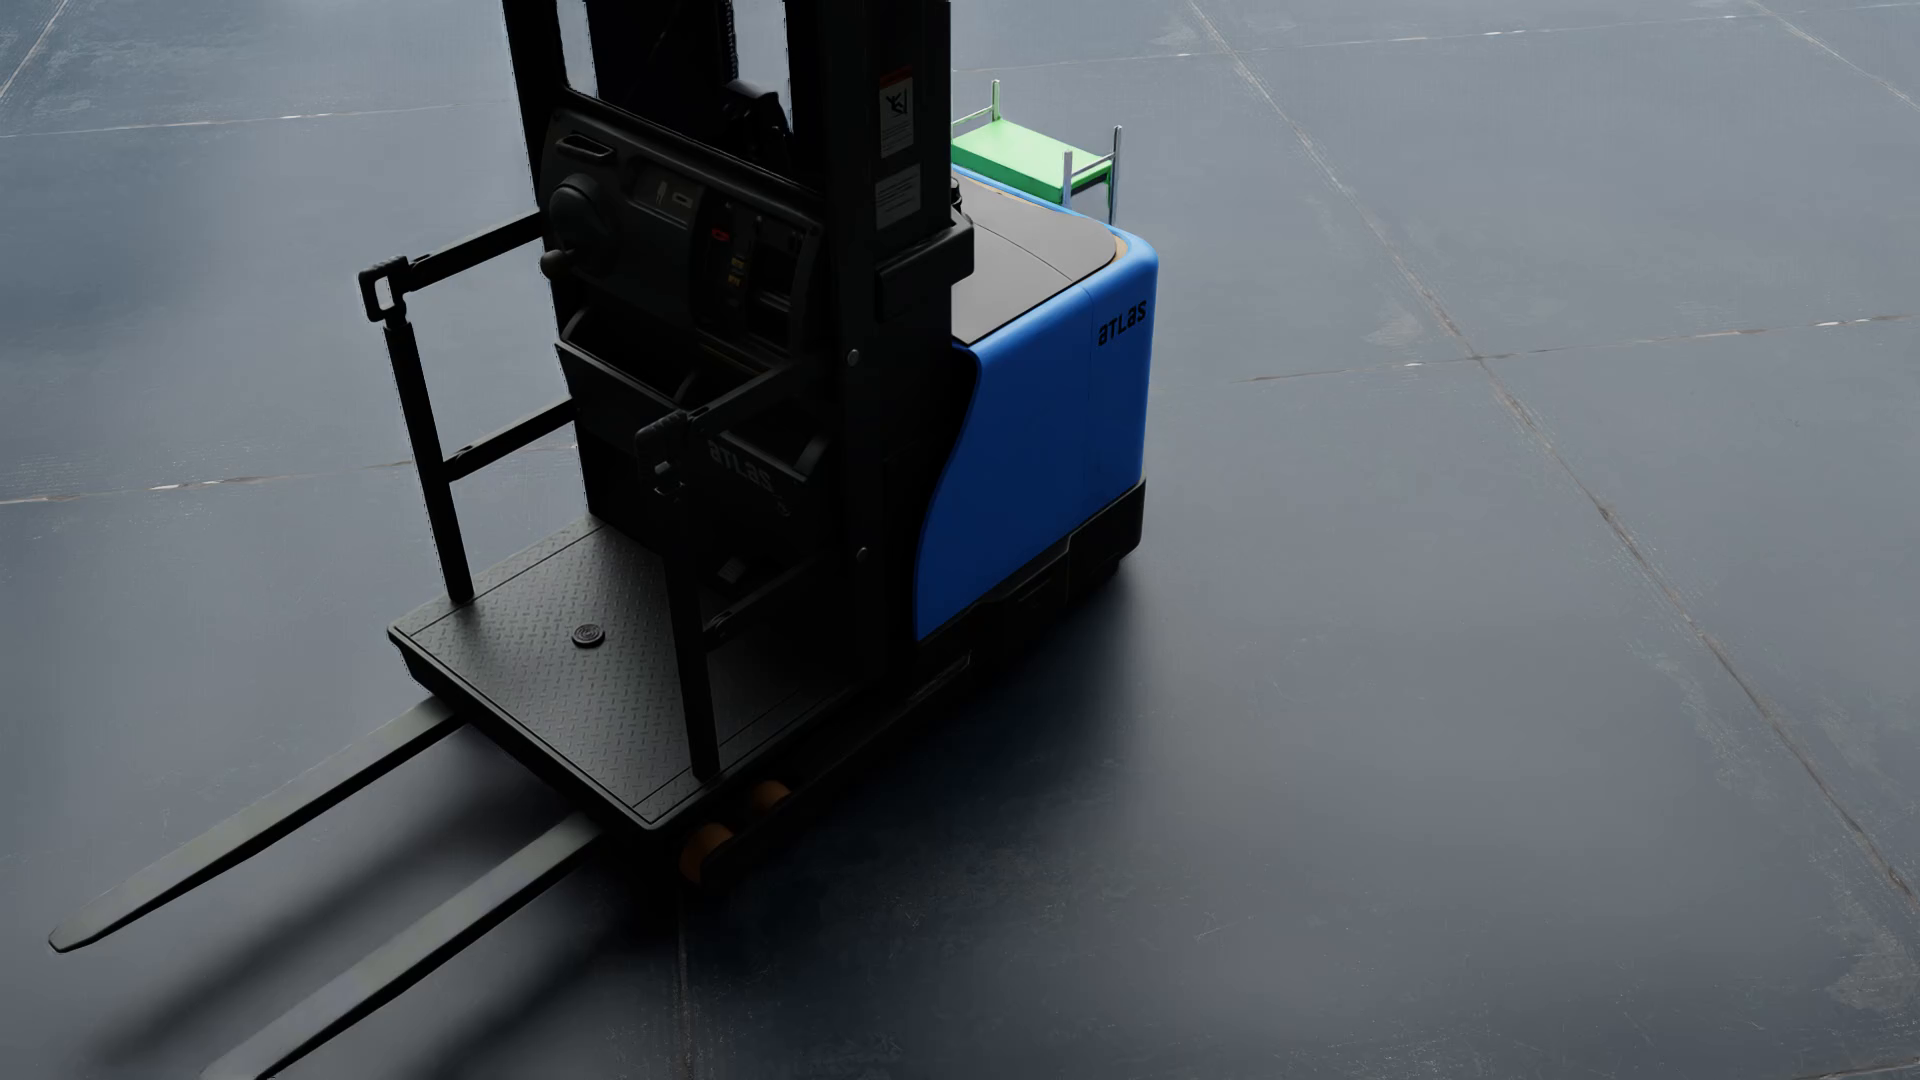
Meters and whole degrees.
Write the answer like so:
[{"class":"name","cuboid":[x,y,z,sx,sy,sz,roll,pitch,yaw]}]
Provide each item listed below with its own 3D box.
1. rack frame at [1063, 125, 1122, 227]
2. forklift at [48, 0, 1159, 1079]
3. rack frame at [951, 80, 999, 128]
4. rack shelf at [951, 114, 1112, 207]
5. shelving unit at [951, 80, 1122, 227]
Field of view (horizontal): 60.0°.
[{"class":"rack frame","cuboid":[0.383,-0.680,5.147,0.015,1.200,0.240,31,47,33]},{"class":"forklift","cuboid":[-0.795,-0.643,3.688,1.130,2.935,3.031,29,46,32]},{"class":"rack frame","cuboid":[0.033,-0.888,5.415,0.015,1.200,0.240,31,47,33]},{"class":"rack shelf","cuboid":[0.208,-1.112,5.026,0.480,0.148,0.258,31,47,33]},{"class":"shelving unit","cuboid":[0.208,-0.784,5.281,0.503,1.200,0.258,31,47,33]}]
